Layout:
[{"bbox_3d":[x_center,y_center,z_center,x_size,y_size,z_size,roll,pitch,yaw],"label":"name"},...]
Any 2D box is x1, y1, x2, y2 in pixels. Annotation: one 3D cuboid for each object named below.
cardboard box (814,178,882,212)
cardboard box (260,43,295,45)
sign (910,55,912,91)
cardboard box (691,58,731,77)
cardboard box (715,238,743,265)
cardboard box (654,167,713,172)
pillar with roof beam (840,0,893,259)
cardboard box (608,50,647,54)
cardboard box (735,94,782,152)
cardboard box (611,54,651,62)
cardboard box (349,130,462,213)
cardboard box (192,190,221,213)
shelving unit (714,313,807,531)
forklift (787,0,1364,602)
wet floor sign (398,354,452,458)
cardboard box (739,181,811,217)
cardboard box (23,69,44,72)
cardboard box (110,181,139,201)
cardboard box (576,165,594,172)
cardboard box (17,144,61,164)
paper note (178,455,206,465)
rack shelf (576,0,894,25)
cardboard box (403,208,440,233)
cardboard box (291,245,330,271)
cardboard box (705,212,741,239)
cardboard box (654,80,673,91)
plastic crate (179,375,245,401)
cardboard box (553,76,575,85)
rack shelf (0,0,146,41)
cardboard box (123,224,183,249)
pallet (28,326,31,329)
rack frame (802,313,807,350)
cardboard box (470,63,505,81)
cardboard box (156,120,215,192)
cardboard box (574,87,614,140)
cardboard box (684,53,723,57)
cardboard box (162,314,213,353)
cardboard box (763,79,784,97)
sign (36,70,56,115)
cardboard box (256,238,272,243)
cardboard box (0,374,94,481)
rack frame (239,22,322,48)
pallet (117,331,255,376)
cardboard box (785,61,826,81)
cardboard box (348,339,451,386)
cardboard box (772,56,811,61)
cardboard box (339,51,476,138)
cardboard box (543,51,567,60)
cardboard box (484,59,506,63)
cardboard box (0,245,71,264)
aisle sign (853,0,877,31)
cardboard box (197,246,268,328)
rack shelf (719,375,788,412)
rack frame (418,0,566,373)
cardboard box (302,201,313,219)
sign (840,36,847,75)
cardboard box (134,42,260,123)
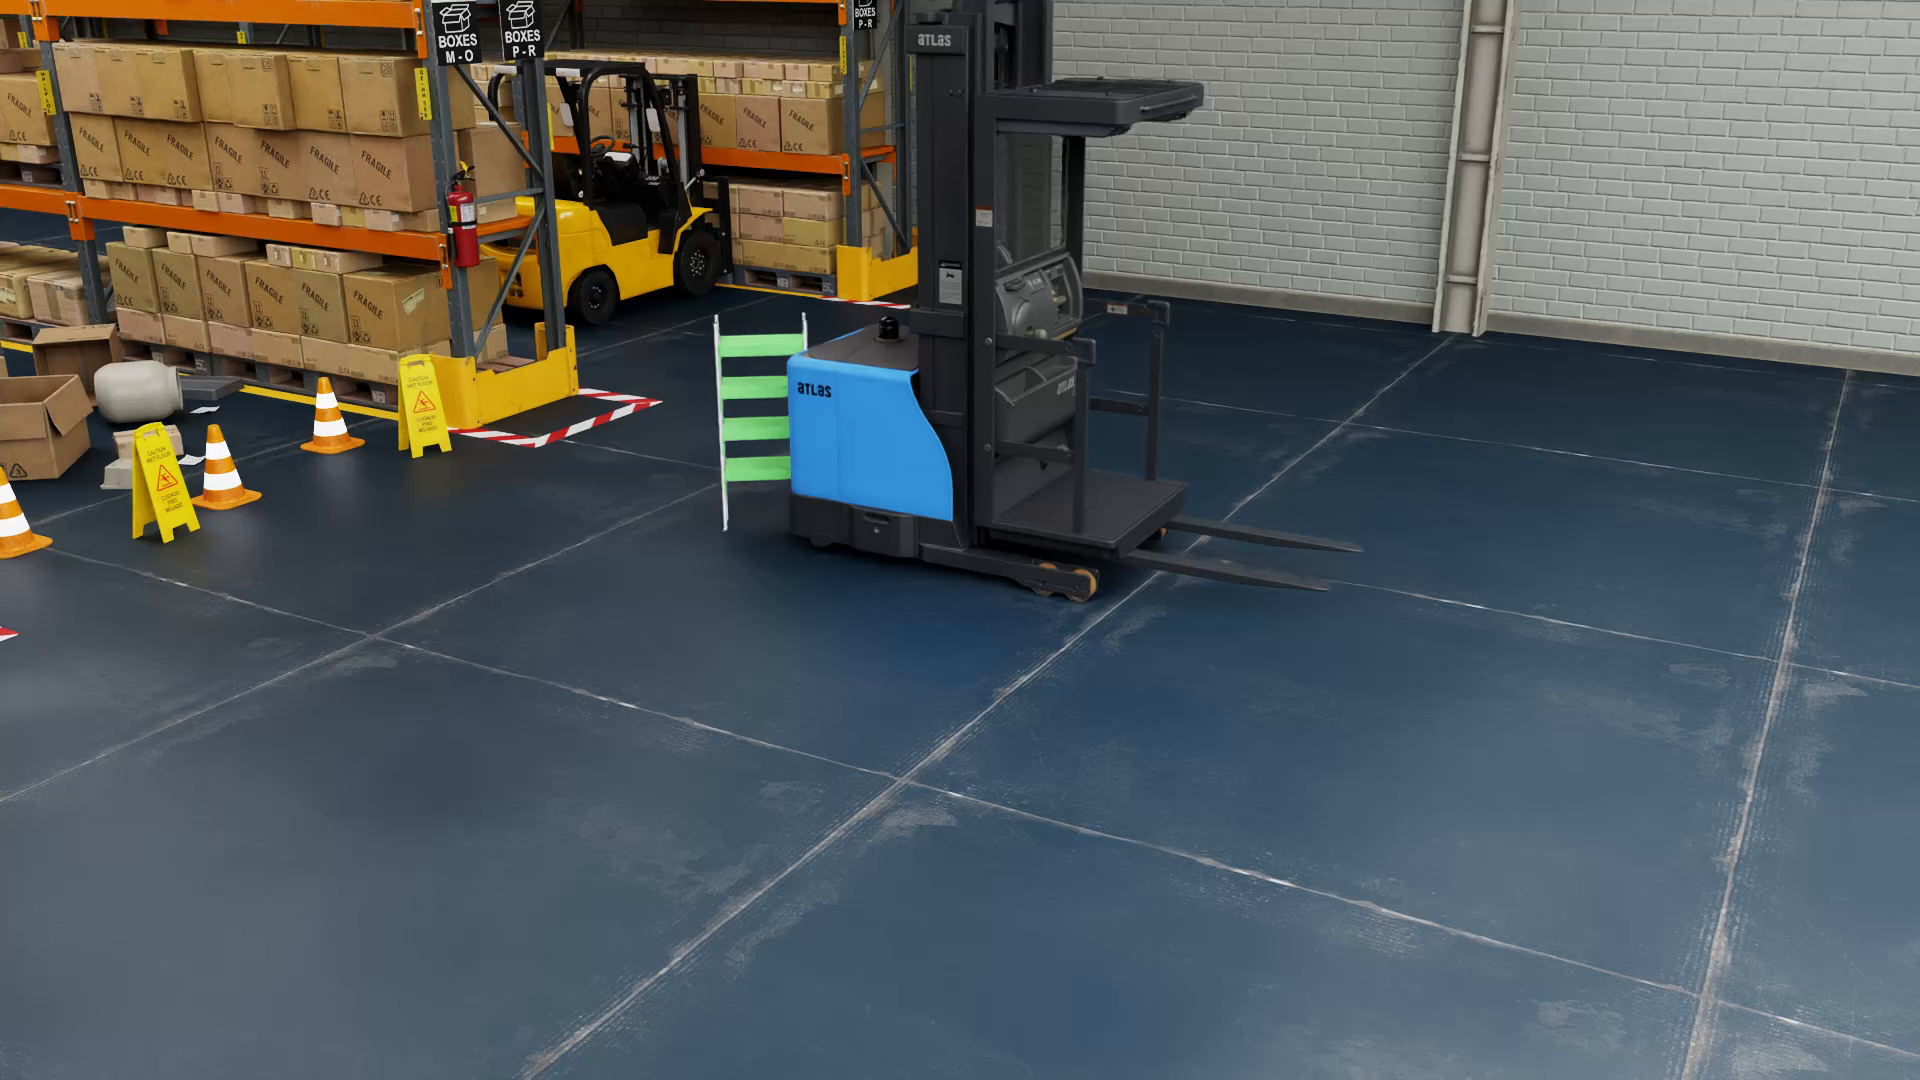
[{"bbox_3d":[-1.092,-3.342,16.130,0.500,0.250,0.500,10,22,26],"label":"cardboard box"},{"bbox_3d":[-8.122,-5.538,19.470,0.500,0.500,0.500,12,23,30],"label":"cardboard box"},{"bbox_3d":[-0.489,-4.439,15.819,0.005,0.325,0.100,11,23,27],"label":"sign"},{"bbox_3d":[-2.343,-4.502,15.843,0.250,0.149,0.380,11,23,28],"label":"cardboard box"},{"bbox_3d":[-2.191,-2.891,16.353,0.500,0.250,0.500,11,23,28],"label":"cardboard box"},{"bbox_3d":[-2.848,-3.679,17.058,0.500,0.250,0.500,11,23,28],"label":"cardboard box"},{"bbox_3d":[-3.032,-5.754,12.030,0.400,9.000,9.100,11,23,27],"label":"pillar with roof beam"},{"bbox_3d":[-3.394,-4.931,17.025,0.250,0.149,0.380,11,22,27],"label":"cardboard box"},{"bbox_3d":[-1.771,-3.971,15.766,0.500,0.500,0.500,12,23,29],"label":"cardboard box"},{"bbox_3d":[-3.209,-4.682,16.339,0.250,0.149,0.380,10,22,26],"label":"cardboard box"},{"bbox_3d":[-3.790,-2.548,11.407,0.500,0.500,0.500,10,22,26],"label":"cardboard box"},{"bbox_3d":[-5.443,-2.536,12.327,0.250,0.149,0.380,11,23,28],"label":"cardboard box"},{"bbox_3d":[-1.111,-0.668,9.447,0.503,1.200,0.258,-2,20,-6],"label":"shelving unit"},{"bbox_3d":[0.597,-1.267,8.558,3.031,2.935,1.130,10,22,26],"label":"forklift"},{"bbox_3d":[-3.538,-0.896,10.888,0.267,0.644,0.232,-16,26,-38],"label":"wet floor sign"},{"bbox_3d":[-1.767,-3.273,15.938,0.500,0.250,0.500,11,23,28],"label":"cardboard box"},{"bbox_3d":[-7.381,-3.649,13.826,0.500,0.500,0.500,11,23,27],"label":"cardboard box"},{"bbox_3d":[-6.310,-2.725,12.848,0.250,0.149,0.380,12,23,29],"label":"cardboard box"},{"bbox_3d":[-3.987,-3.697,17.109,0.500,0.250,0.500,10,22,26],"label":"cardboard box"},{"bbox_3d":[-7.258,-3.100,13.266,0.250,0.149,0.380,11,23,28],"label":"cardboard box"},{"bbox_3d":[-4.978,-0.521,10.758,0.142,0.019,0.148,3,20,9],"label":"paper note"},{"bbox_3d":[-2.510,-5.235,16.055,4.000,0.370,1.077,11,23,27],"label":"rack shelf"},{"bbox_3d":[-3.613,-2.233,11.491,0.250,0.149,0.380,12,23,29],"label":"cardboard box"},{"bbox_3d":[-4.580,-2.054,11.995,0.250,0.149,0.380,11,23,28],"label":"cardboard box"},{"bbox_3d":[-2.235,-3.125,16.264,0.500,0.250,0.500,10,22,26],"label":"cardboard box"},{"bbox_3d":[-2.766,-4.454,16.146,0.250,0.149,0.380,10,22,26],"label":"cardboard box"},{"bbox_3d":[-5.703,-1.140,12.391,0.583,0.080,0.402,3,20,9],"label":"plastic crate"},{"bbox_3d":[-3.880,-4.674,16.754,0.250,0.149,0.380,11,23,29],"label":"cardboard box"},{"bbox_3d":[-8.420,-4.422,13.814,4.000,0.370,1.077,11,23,27],"label":"rack shelf"},{"bbox_3d":[-6.211,-2.363,12.846,0.250,0.149,0.380,11,23,28],"label":"cardboard box"},{"bbox_3d":[-8.424,-2.039,14.675,1.213,0.211,1.003,11,23,27],"label":"pallet"},{"bbox_3d":[-0.868,-0.678,9.474,0.015,1.200,0.240,-2,20,-6],"label":"rack frame"},{"bbox_3d":[-4.897,-4.876,17.311,0.250,0.149,0.380,10,22,27],"label":"cardboard box"},{"bbox_3d":[-5.544,-2.885,12.336,0.500,0.500,0.500,11,22,27],"label":"cardboard box"},{"bbox_3d":[-3.534,-4.310,16.701,0.500,0.500,0.500,11,23,28],"label":"cardboard box"},{"bbox_3d":[-2.522,-4.751,16.529,0.250,0.149,0.380,12,23,29],"label":"cardboard box"},{"bbox_3d":[-5.819,-1.659,12.955,0.500,0.250,0.500,12,23,30],"label":"cardboard box"},{"bbox_3d":[-1.638,-4.252,15.591,0.250,0.149,0.380,11,23,28],"label":"cardboard box"},{"bbox_3d":[-6.942,-3.396,12.631,0.005,0.325,0.100,11,23,27],"label":"sign"},{"bbox_3d":[-5.582,-2.173,13.272,0.500,0.500,0.500,11,23,28],"label":"cardboard box"},{"bbox_3d":[-5.950,-0.717,10.605,0.637,0.503,0.797,-4,20,-10],"label":"cardboard box"},{"bbox_3d":[-7.749,-5.161,19.195,0.127,3.000,1.000,11,23,27],"label":"rack frame"},{"bbox_3d":[-6.070,-1.606,13.482,1.213,0.211,1.003,11,23,27],"label":"pallet"},{"bbox_3d":[-1.410,-4.351,15.428,0.250,0.149,0.380,11,23,27],"label":"cardboard box"},{"bbox_3d":[-4.040,-1.316,12.010,0.500,0.250,0.500,11,23,27],"label":"cardboard box"},{"bbox_3d":[-1.612,-4.581,16.061,0.250,0.149,0.380,11,23,28],"label":"cardboard box"},{"bbox_3d":[-3.734,-3.029,11.269,0.500,0.500,0.700,10,22,26],"label":"cardboard box"},{"bbox_3d":[-4.123,-4.847,16.793,0.250,0.149,0.380,11,23,28],"label":"cardboard box"},{"bbox_3d":[-4.885,-5.072,17.852,0.250,0.149,0.380,11,23,27],"label":"cardboard box"},{"bbox_3d":[-8.370,-2.300,14.545,0.625,0.372,0.950,12,23,29],"label":"cardboard box"},{"bbox_3d":[-0.850,-4.955,14.813,0.004,0.787,0.394,11,23,27],"label":"aisle sign"},{"bbox_3d":[-5.366,-1.924,12.588,0.500,0.500,0.500,12,23,30],"label":"cardboard box"},{"bbox_3d":[-1.111,-0.833,9.387,0.480,0.148,0.258,-2,20,-6],"label":"rack shelf"},{"bbox_3d":[-3.182,-2.353,11.452,0.127,3.000,1.000,11,23,27],"label":"rack frame"},{"bbox_3d":[-4.496,-2.409,11.977,0.250,0.149,0.380,11,23,28],"label":"cardboard box"},{"bbox_3d":[-1.041,-4.327,14.850,0.005,0.325,0.100,11,23,27],"label":"sign"},{"bbox_3d":[-5.535,-3.354,12.163,0.500,0.500,0.700,10,22,26],"label":"cardboard box"}]
